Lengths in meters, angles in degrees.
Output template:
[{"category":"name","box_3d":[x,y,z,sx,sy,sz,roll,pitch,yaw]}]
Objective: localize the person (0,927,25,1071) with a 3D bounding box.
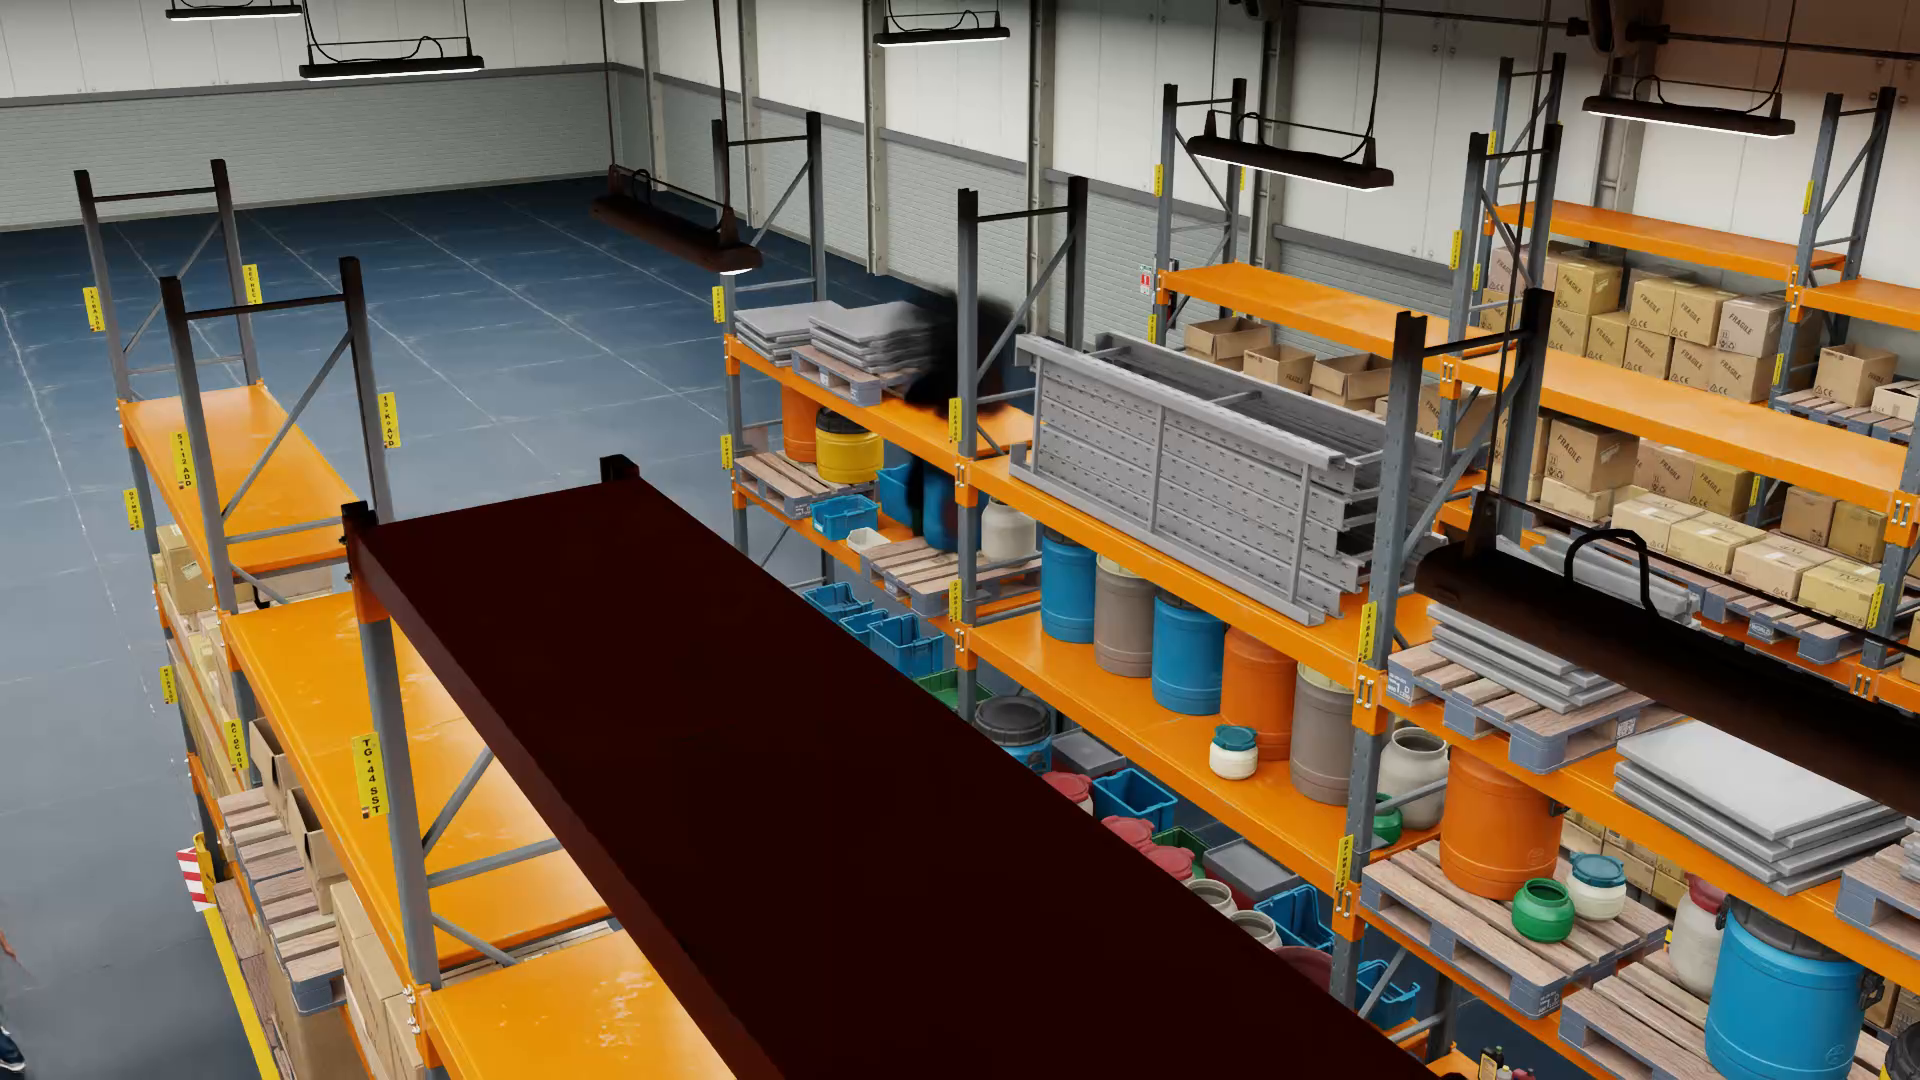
[{"category":"person","box_3d":[-7.072,3.049,11.802,0.882,1.460,0.516,13,25,30]}]
